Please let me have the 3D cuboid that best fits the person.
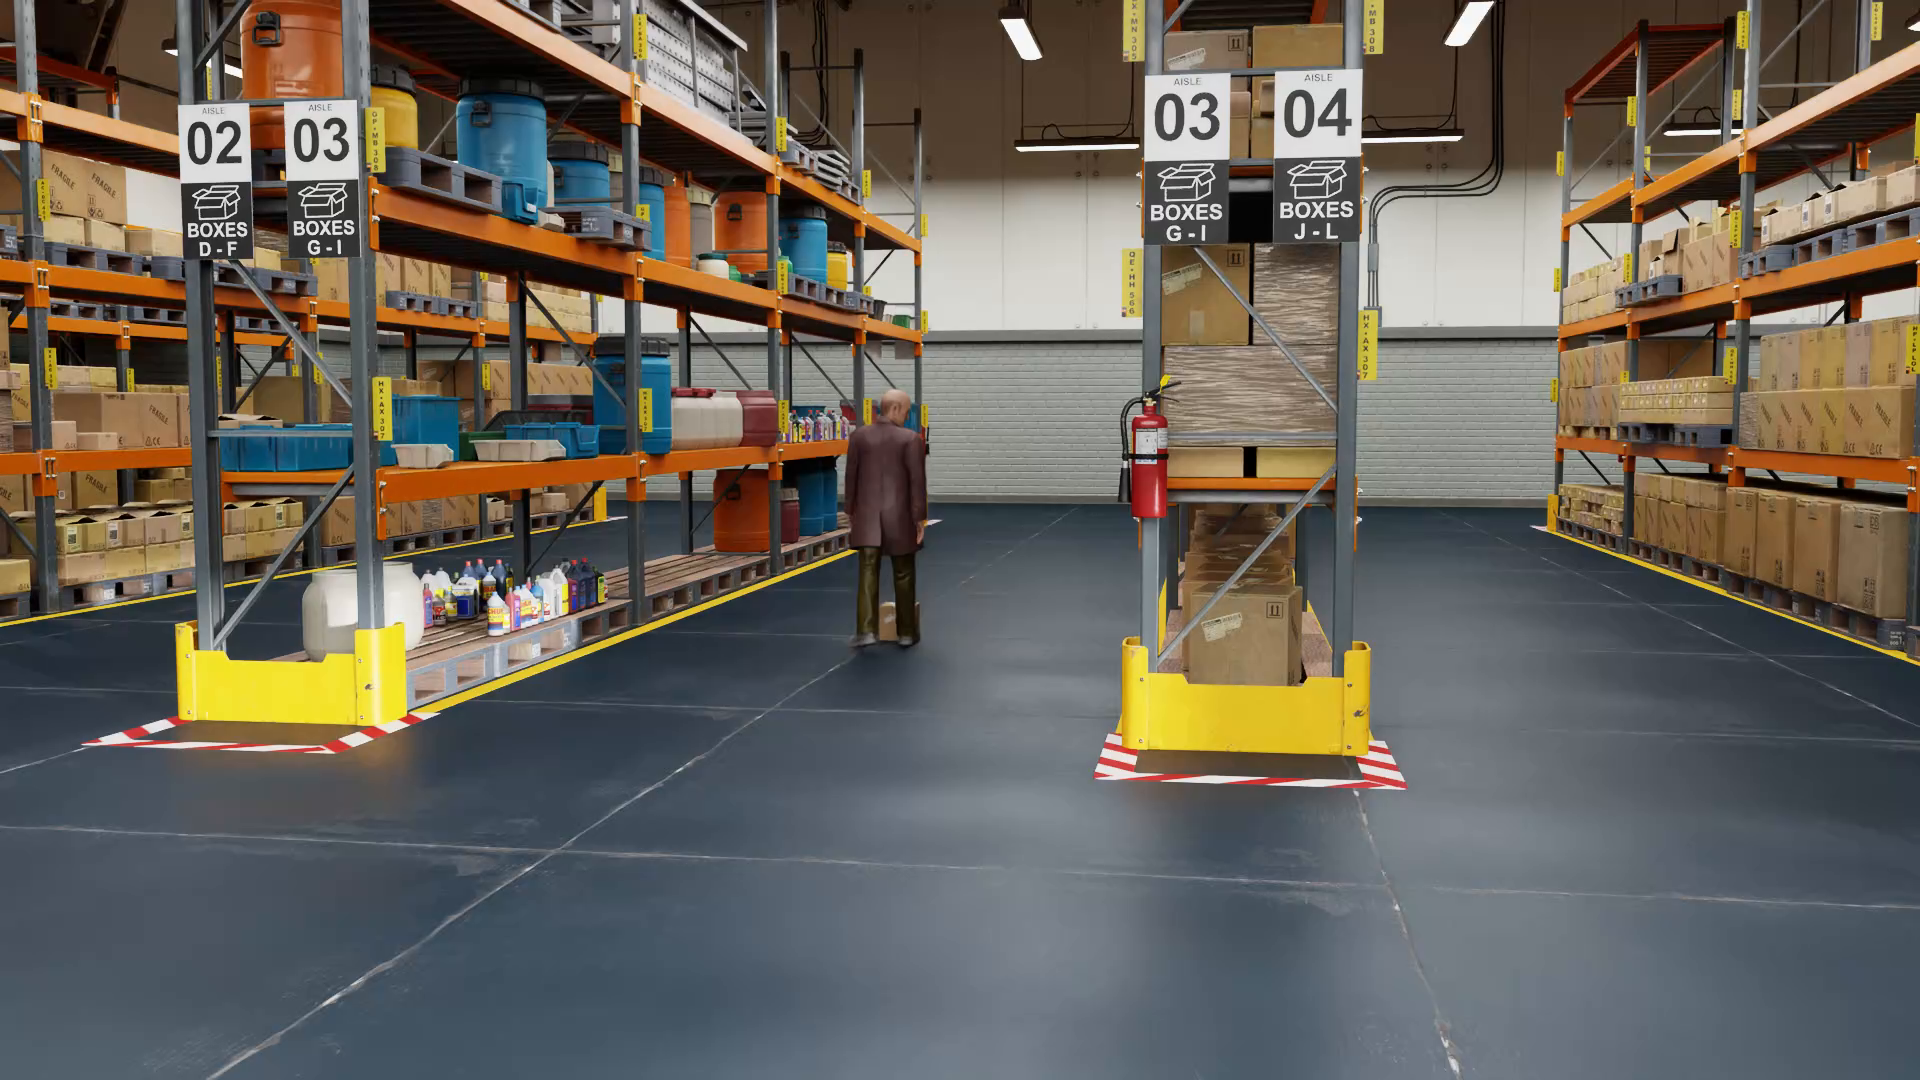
[{"bbox_3d":[-0.509,-0.149,11.421,0.623,1.767,0.816,1,4,9],"label":"person"}]
